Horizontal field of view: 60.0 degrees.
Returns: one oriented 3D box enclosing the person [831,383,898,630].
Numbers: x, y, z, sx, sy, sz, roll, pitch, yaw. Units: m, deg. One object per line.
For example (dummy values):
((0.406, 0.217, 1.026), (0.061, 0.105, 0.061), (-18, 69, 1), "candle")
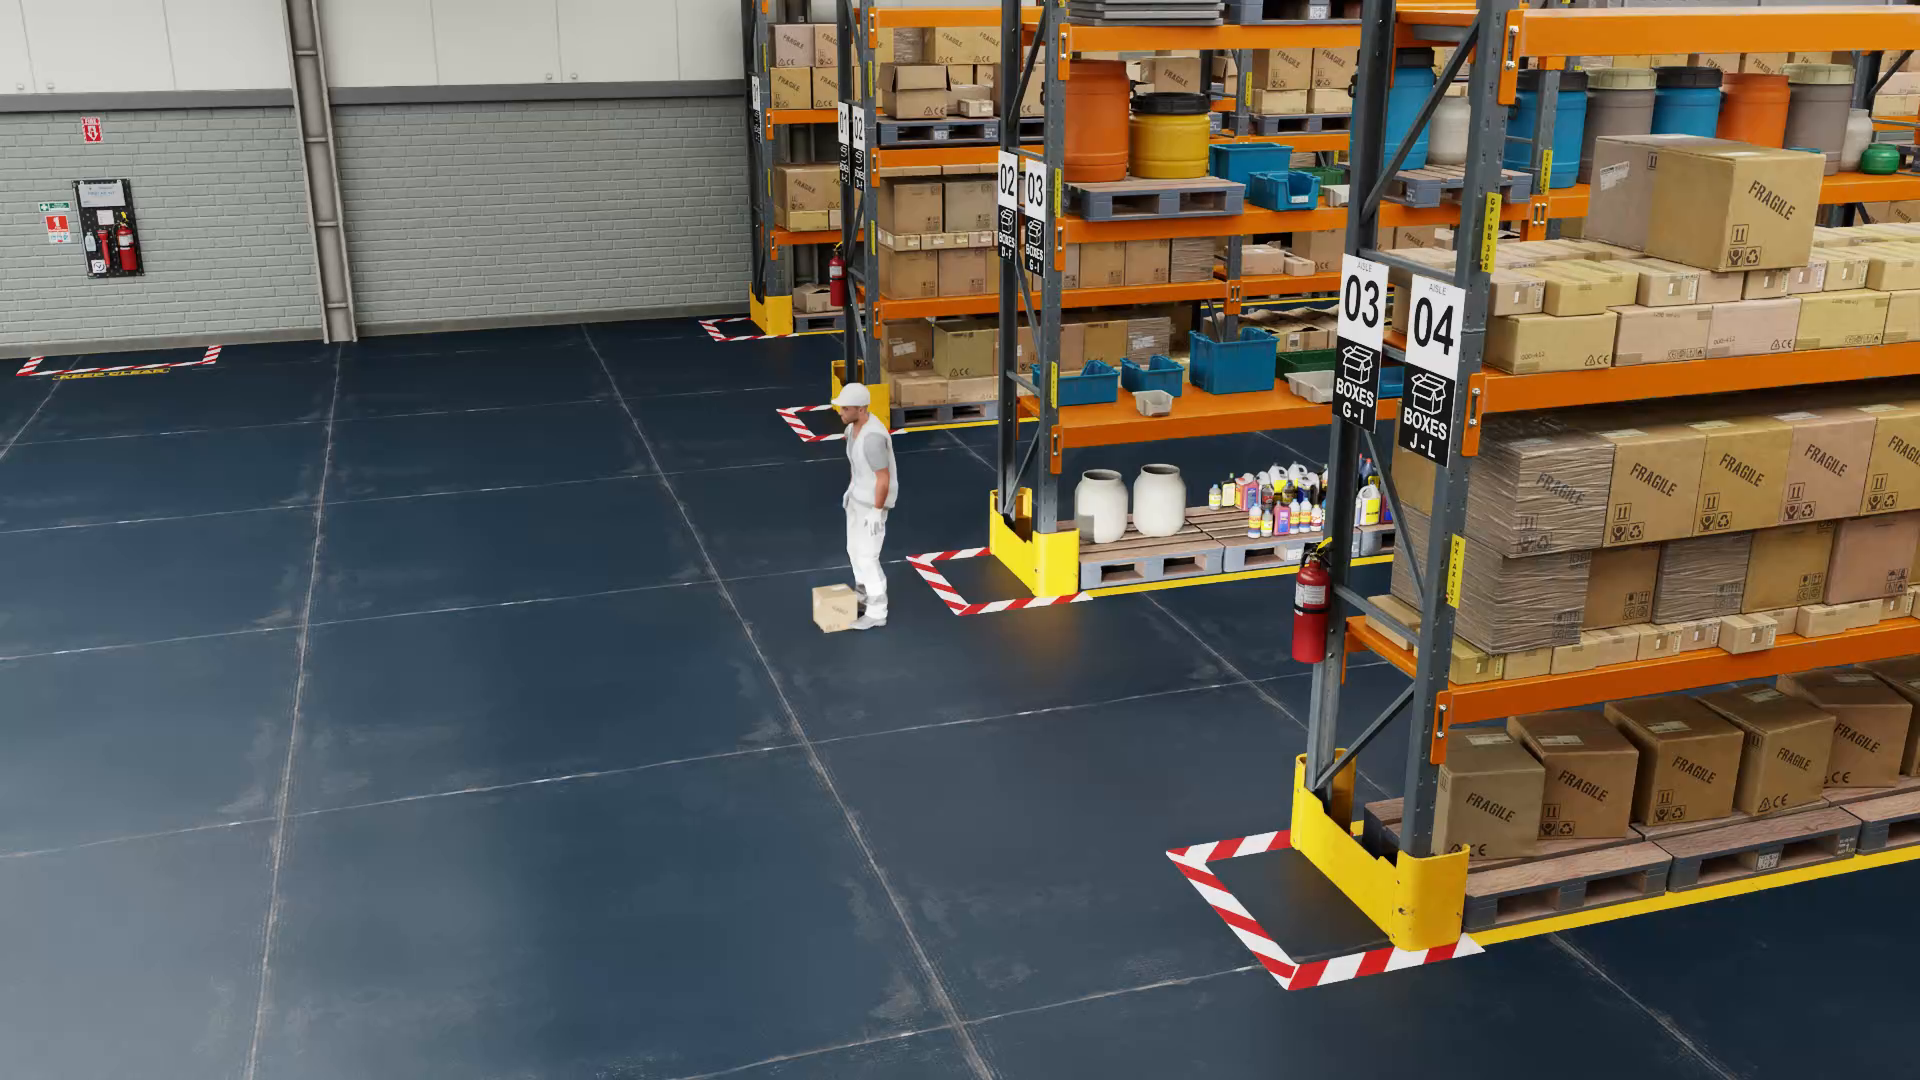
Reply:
((-0.683, -0.254, 11.783), (0.453, 1.777, 0.608), (-7, 20, -20), "person")
